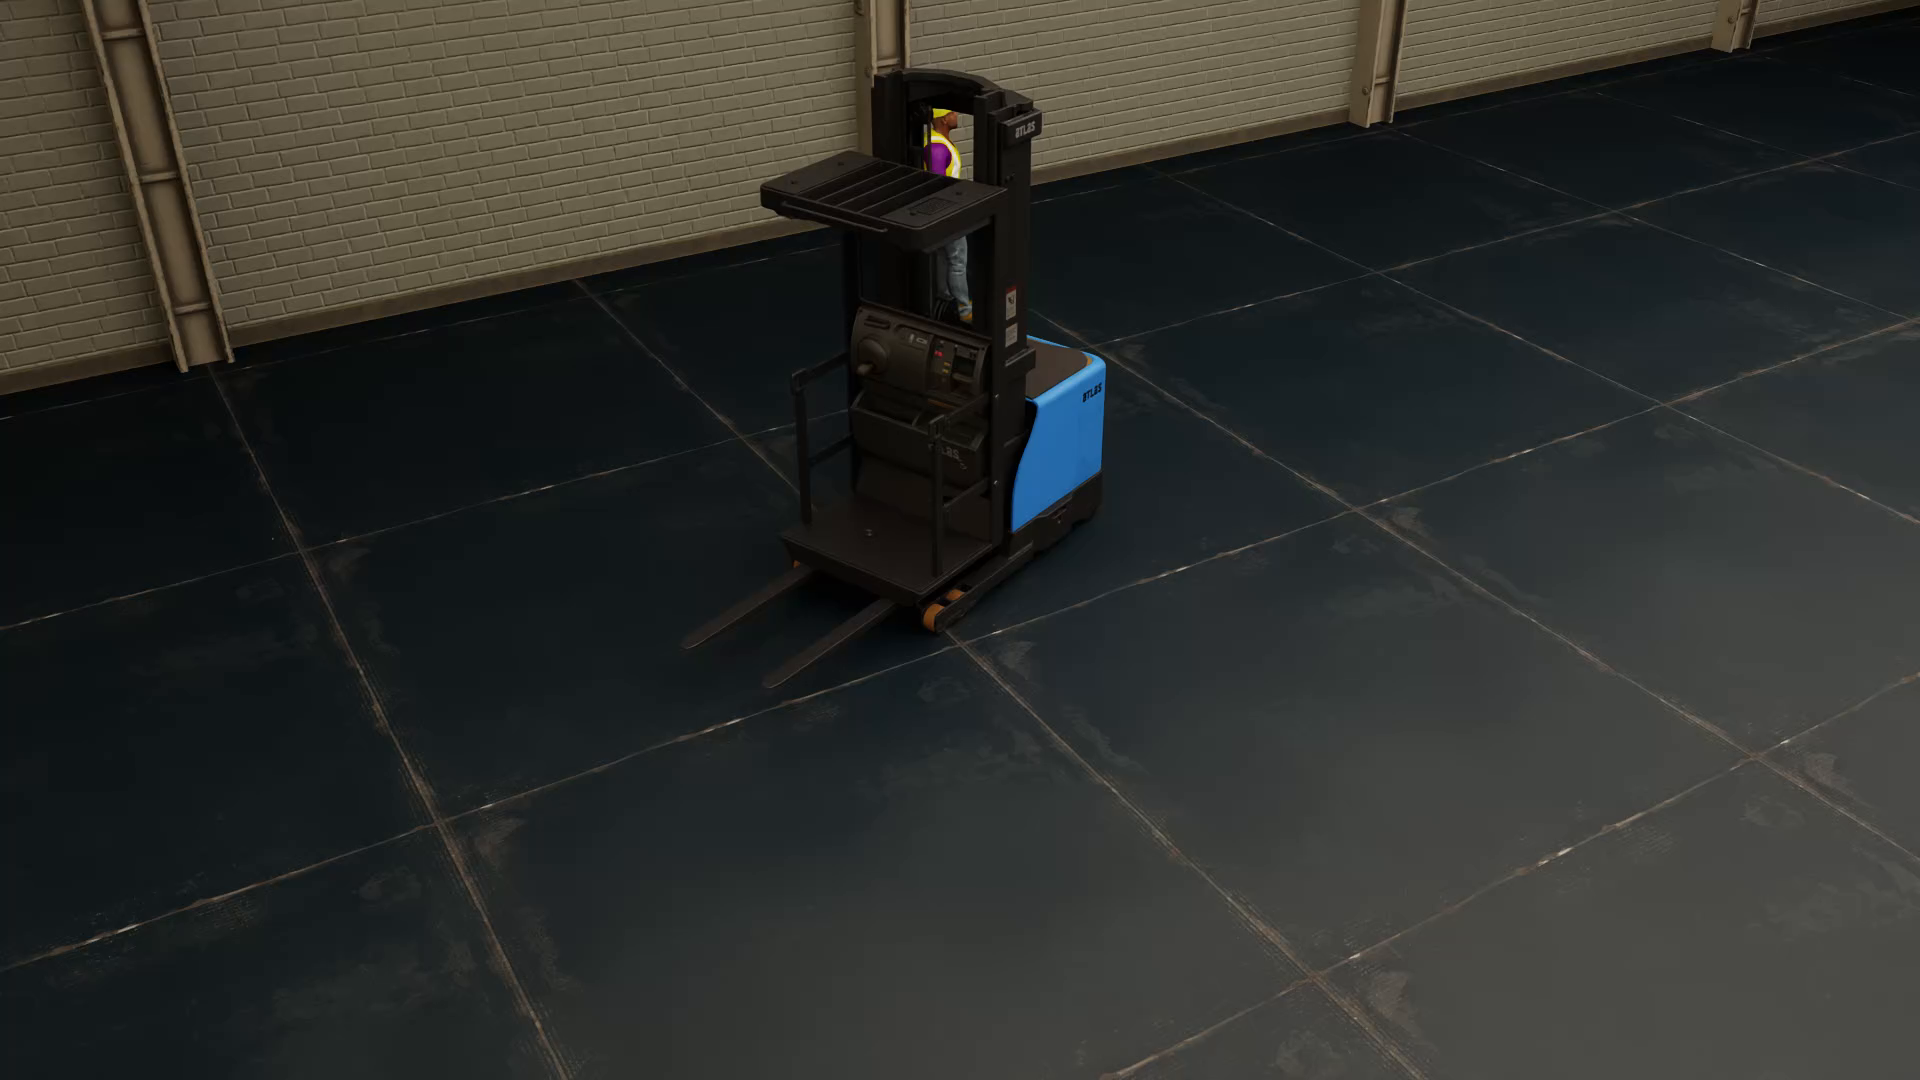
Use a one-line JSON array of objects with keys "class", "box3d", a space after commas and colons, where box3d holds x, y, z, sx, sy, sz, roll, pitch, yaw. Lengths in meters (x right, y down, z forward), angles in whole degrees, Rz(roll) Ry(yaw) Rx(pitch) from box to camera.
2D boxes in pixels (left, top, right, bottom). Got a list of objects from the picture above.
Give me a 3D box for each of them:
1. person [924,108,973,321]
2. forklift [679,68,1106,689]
[{"class": "person", "box3d": [-0.029, -2.628, 13.156, 0.578, 1.764, 0.666, -2, 31, -3]}, {"class": "forklift", "box3d": [-0.365, -1.007, 9.329, 1.130, 2.935, 3.031, 21, 37, 31]}]
